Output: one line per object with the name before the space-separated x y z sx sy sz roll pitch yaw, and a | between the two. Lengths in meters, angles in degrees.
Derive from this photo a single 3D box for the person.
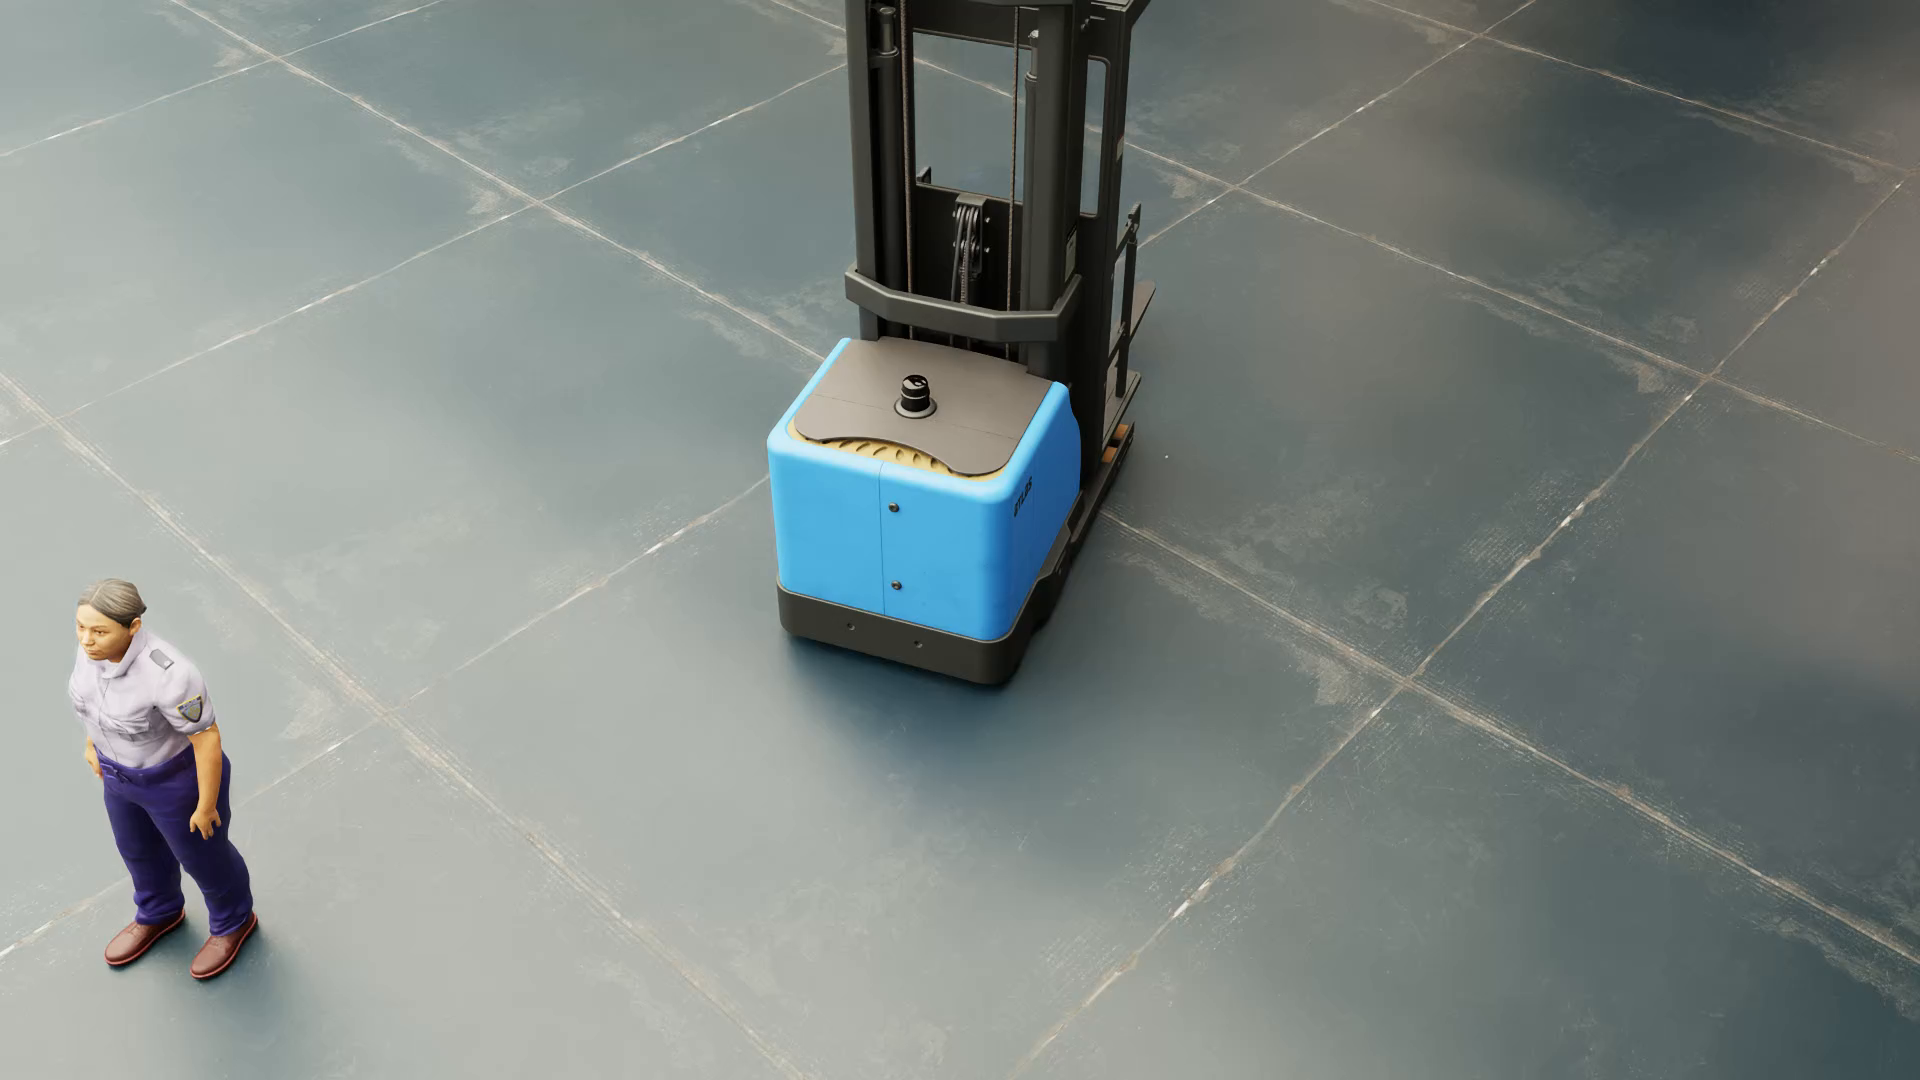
person | -2.690 0.821 5.446 0.598 1.651 0.502 20 44 22

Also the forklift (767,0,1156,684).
forklift | 0.211 -1.484 7.158 1.130 2.935 3.031 14 42 15
